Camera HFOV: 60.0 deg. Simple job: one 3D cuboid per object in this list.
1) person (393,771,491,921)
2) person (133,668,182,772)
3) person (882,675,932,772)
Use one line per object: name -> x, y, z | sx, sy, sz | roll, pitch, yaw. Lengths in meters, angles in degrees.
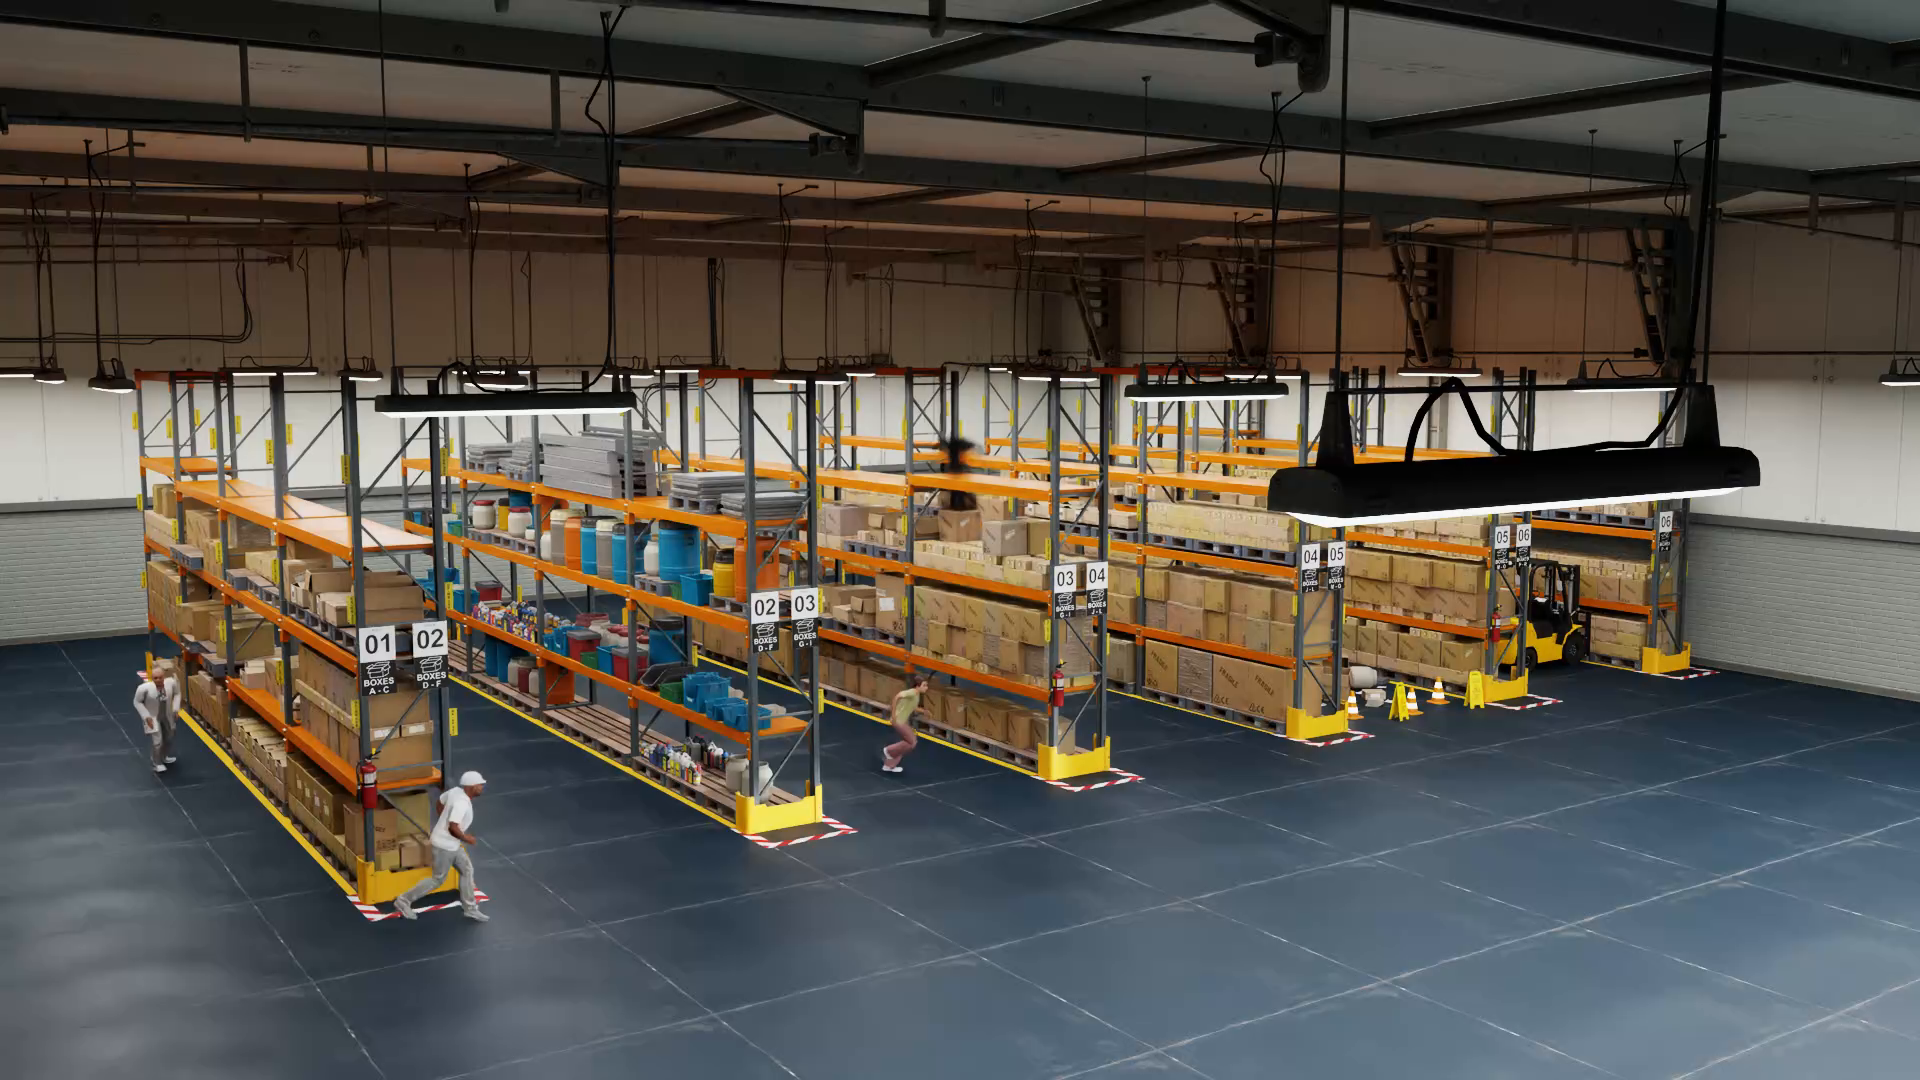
person -> -5.753, 3.436, 18.428 | 1.041, 1.716, 0.733 | -3, 7, -22
person -> -12.146, 2.683, 25.165 | 0.888, 1.633, 0.742 | 5, 8, 37
person -> -0.813, 2.774, 24.995 | 0.763, 1.504, 0.611 | 2, 7, 17
